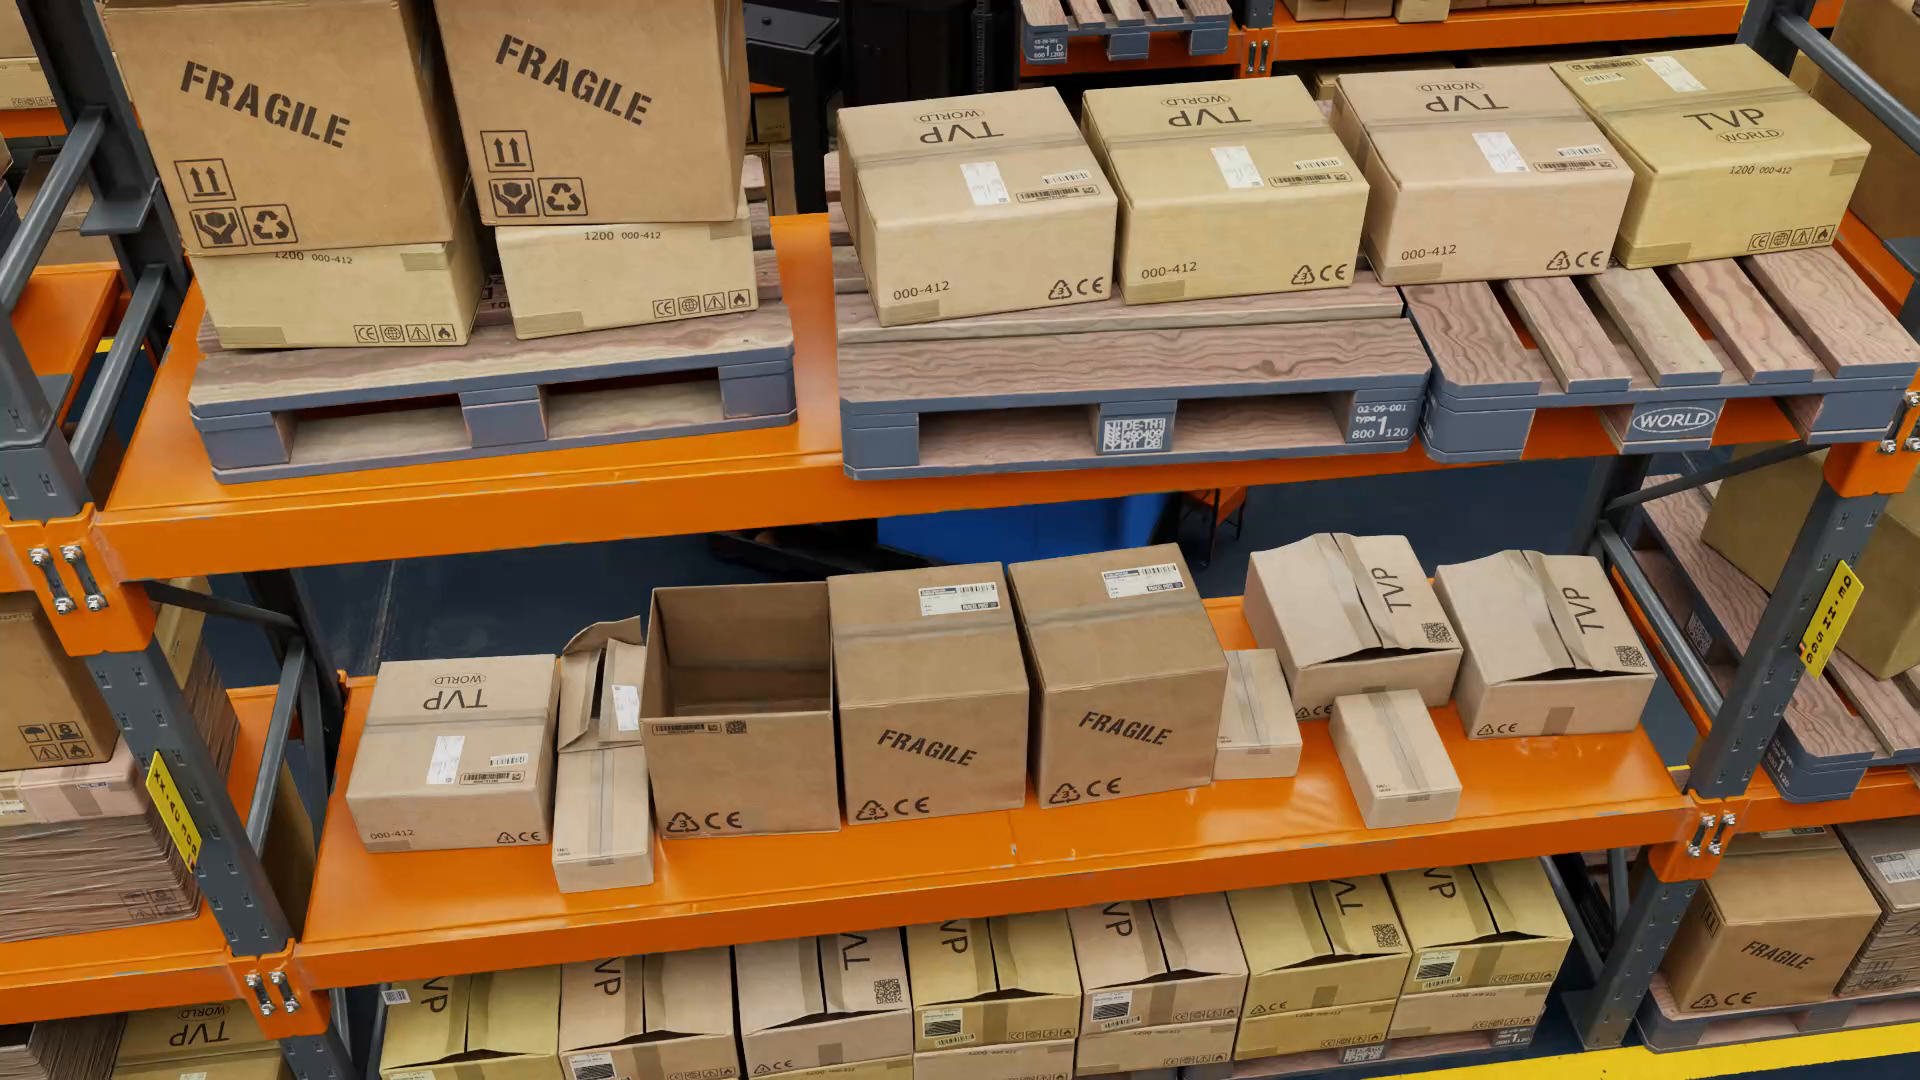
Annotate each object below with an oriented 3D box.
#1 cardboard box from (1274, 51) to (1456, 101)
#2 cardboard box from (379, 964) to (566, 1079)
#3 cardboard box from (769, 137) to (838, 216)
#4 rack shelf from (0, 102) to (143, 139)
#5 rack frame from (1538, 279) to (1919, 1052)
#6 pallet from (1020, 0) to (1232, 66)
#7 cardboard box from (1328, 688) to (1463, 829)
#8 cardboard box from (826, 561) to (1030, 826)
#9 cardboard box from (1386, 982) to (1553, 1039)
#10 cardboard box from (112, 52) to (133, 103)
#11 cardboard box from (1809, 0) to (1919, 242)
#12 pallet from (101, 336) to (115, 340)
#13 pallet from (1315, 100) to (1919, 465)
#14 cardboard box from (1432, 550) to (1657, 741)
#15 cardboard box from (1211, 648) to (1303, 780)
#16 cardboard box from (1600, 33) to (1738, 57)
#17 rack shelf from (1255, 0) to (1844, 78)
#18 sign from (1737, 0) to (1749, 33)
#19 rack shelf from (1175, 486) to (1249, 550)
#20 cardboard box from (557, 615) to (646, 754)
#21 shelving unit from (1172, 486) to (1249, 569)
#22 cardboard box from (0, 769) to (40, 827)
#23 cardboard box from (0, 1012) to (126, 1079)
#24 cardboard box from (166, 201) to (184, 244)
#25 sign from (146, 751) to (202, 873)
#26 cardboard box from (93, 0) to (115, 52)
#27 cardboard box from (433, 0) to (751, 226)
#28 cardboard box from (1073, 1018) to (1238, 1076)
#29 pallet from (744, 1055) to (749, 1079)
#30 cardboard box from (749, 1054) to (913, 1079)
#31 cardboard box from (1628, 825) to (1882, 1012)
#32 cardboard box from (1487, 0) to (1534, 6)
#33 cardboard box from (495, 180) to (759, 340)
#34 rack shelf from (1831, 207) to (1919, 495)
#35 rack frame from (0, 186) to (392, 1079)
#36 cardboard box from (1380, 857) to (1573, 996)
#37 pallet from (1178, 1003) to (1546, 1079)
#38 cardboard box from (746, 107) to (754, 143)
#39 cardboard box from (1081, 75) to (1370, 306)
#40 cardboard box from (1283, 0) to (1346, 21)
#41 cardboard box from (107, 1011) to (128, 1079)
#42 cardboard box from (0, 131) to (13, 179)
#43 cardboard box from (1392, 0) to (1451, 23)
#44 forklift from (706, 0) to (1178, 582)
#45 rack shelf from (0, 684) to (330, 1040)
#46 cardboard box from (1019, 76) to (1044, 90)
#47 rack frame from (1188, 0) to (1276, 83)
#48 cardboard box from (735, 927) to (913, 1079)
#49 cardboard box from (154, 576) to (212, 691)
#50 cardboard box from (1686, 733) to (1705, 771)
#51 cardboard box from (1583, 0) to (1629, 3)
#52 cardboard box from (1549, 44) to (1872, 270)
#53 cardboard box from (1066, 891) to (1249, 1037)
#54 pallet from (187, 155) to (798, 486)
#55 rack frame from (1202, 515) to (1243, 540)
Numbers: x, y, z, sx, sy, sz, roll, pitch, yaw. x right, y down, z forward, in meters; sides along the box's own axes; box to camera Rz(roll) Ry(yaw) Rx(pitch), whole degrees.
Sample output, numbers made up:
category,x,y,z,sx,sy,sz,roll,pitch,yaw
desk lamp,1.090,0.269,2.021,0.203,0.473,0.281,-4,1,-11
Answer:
category,x,y,z,sx,sy,sz,roll,pitch,yaw
cardboard box,2.187,-2.361,9.134,0.750,0.750,0.750,-6,42,-6
cardboard box,-1.437,1.397,4.998,0.500,0.311,0.500,-5,42,-5
cardboard box,-0.781,-2.085,9.075,0.500,0.500,0.700,-5,42,-5
rack shelf,-4.509,-2.238,8.244,4.000,0.370,1.077,-5,42,-6
rack frame,2.087,0.263,4.934,0.127,3.000,1.000,-5,42,-6
pallet,0.748,-2.823,8.498,1.003,0.211,1.213,-5,42,-6
cardboard box,1.231,0.618,4.728,0.250,0.149,0.380,-5,42,-6
cardboard box,-0.097,0.428,4.676,0.500,0.500,0.500,-5,42,-5
cardboard box,1.597,1.336,5.484,0.500,0.250,0.500,-4,42,-5
cardboard box,-3.948,-2.297,7.869,0.500,0.250,0.500,-5,42,-6
cardboard box,2.515,-0.948,3.963,0.500,0.500,0.910,-5,42,-6
pallet,-4.399,-1.454,8.919,1.213,0.211,1.003,-5,42,-6
pallet,1.425,-0.662,3.861,1.003,0.211,1.213,-3,42,-4
cardboard box,1.720,0.299,4.961,0.500,0.311,0.500,-3,42,-3
cardboard box,0.830,0.505,4.854,0.250,0.149,0.380,-2,42,-2
cardboard box,3.898,-2.510,9.299,0.750,0.750,0.750,-4,42,-4
rack shelf,3.424,-2.933,9.014,4.000,0.370,1.077,-5,42,-6
sign,2.018,-1.403,4.156,0.005,0.325,0.100,-5,42,-6
rack shelf,1.099,-0.157,7.286,0.215,0.259,0.240,29,50,28
cardboard box,-1.031,0.462,4.814,0.258,0.266,0.396,-6,42,-7
shelving unit,1.099,-0.371,7.093,0.215,1.050,0.252,29,50,28
cardboard box,-2.367,0.519,4.092,0.250,0.149,0.380,-6,42,-6
cardboard box,-2.808,1.418,4.833,0.500,0.500,0.500,-5,42,-6
cardboard box,-4.114,-1.658,8.864,0.250,0.149,0.380,-8,43,-9
sign,-1.806,0.628,3.824,0.005,0.325,0.100,-5,42,-6
cardboard box,-3.949,-2.579,7.622,0.500,0.500,0.500,-6,42,-7
cardboard box,-0.701,-0.974,3.305,0.500,0.500,0.500,-1,42,-1
cardboard box,0.587,1.425,5.385,0.500,0.250,0.500,-4,42,-5
pallet,-1.154,1.556,5.582,1.213,0.211,1.003,-5,42,-6
cardboard box,-0.427,1.515,5.286,0.500,0.250,0.500,-6,42,-7
cardboard box,2.575,1.178,5.457,0.500,0.500,0.500,-3,42,-4
cardboard box,2.812,-2.930,8.647,0.250,0.149,0.380,-4,42,-5
cardboard box,-0.723,-0.700,3.561,0.500,0.250,0.500,-9,43,-10
rack shelf,4.070,-0.757,4.363,4.000,0.370,1.077,-5,42,-6
rack frame,-1.879,0.611,4.549,0.127,3.000,1.000,-5,42,-6
cardboard box,1.599,1.129,5.295,0.500,0.311,0.500,-4,42,-4
pallet,1.265,1.344,5.817,1.213,0.211,1.003,-5,42,-6
cardboard box,-1.361,-2.308,8.763,0.500,0.250,0.500,-6,42,-6
cardboard box,0.558,-0.774,3.643,0.500,0.250,0.500,-6,42,-6
cardboard box,1.797,-2.815,8.519,0.250,0.149,0.380,-6,42,-6
cardboard box,-2.808,1.698,5.083,0.500,0.250,0.500,-5,42,-6
cardboard box,-2.413,-0.880,3.469,0.500,0.500,0.500,-2,42,-2
cardboard box,2.323,-2.798,8.501,0.250,0.149,0.380,-4,42,-4
forklift,-0.576,-1.274,6.690,3.031,2.935,1.130,15,44,16
rack shelf,-3.863,1.051,4.597,4.000,0.370,1.077,-5,42,-6
cardboard box,0.160,-2.435,8.903,0.500,0.250,0.500,-4,42,-5
rack frame,1.441,-3.026,8.581,0.127,3.000,1.000,-5,42,-6
cardboard box,-0.427,1.311,5.093,0.500,0.311,0.500,-6,42,-7
cardboard box,-2.171,0.227,4.415,0.250,0.149,0.380,-5,42,-6
cardboard box,2.984,0.791,5.887,0.500,0.500,0.500,-3,42,-4
cardboard box,3.317,-2.956,8.675,0.250,0.149,0.380,-5,42,-5
cardboard box,1.644,-0.874,3.754,0.500,0.250,0.500,-8,43,-9
cardboard box,0.584,1.220,5.193,0.500,0.311,0.500,-5,42,-6
pallet,-1.007,-0.518,3.703,1.217,0.209,0.805,-7,42,-7
rack frame,1.178,-0.434,7.162,0.200,1.050,0.008,29,50,28
